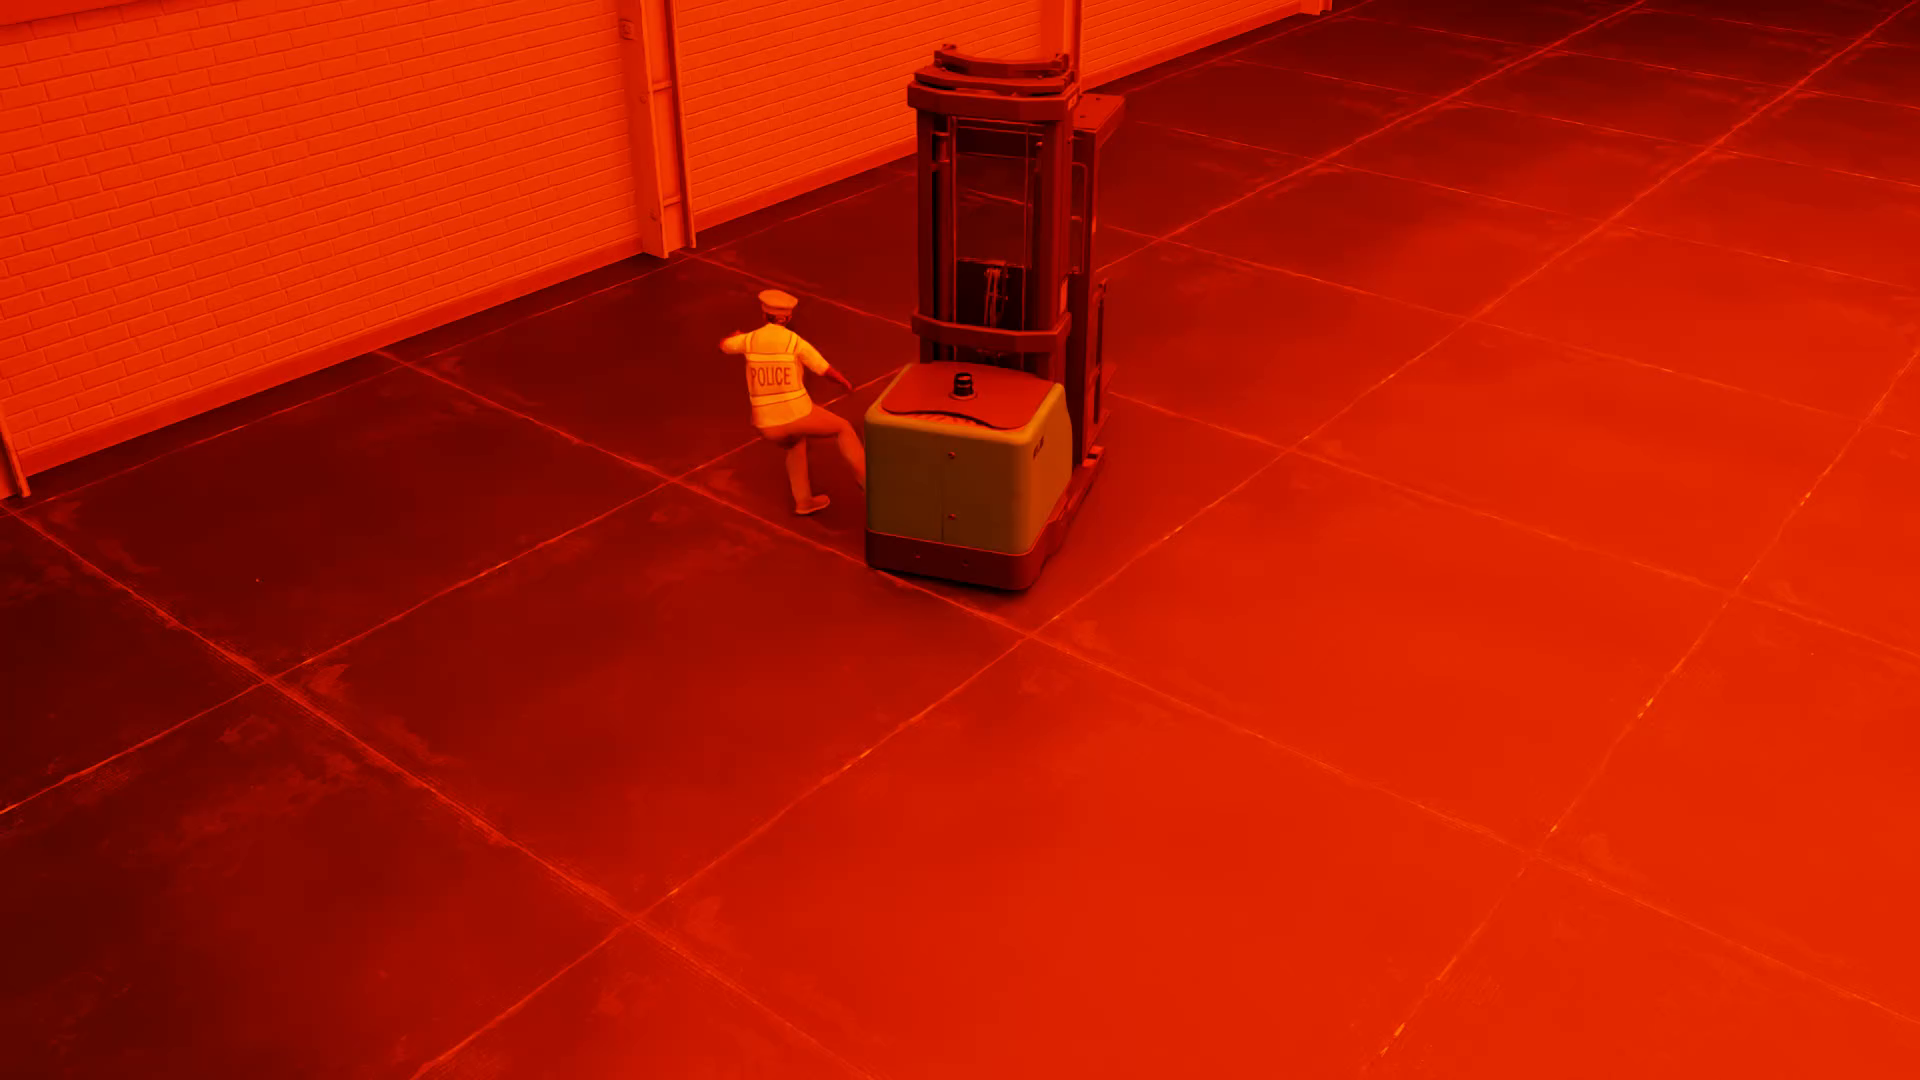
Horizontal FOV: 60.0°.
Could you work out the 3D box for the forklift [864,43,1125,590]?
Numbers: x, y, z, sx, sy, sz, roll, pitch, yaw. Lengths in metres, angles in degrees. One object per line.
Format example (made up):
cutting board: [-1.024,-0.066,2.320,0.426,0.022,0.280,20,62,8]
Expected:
forklift: [0.366,-1.700,10.504,1.130,2.935,3.031,9,32,16]

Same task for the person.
person: [-0.945,-0.913,10.673,1.196,1.423,0.856,2,30,3]
